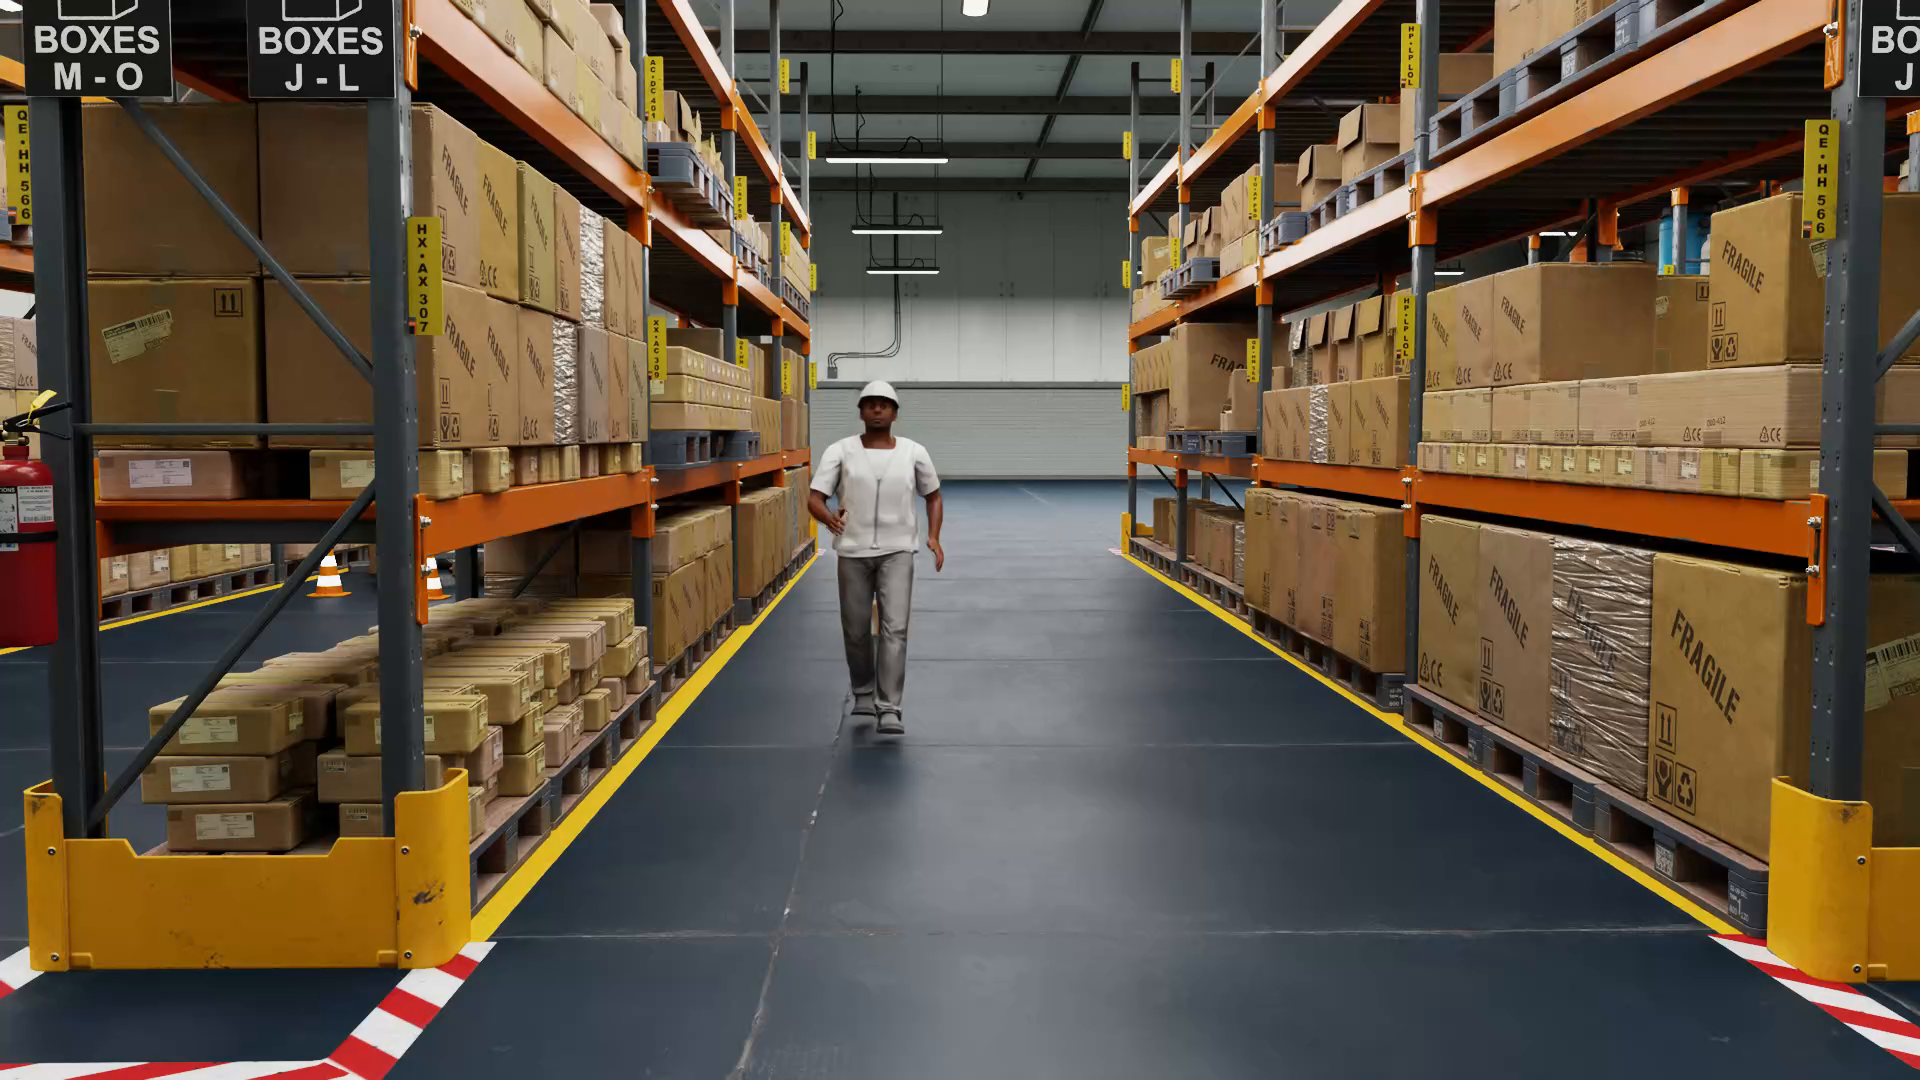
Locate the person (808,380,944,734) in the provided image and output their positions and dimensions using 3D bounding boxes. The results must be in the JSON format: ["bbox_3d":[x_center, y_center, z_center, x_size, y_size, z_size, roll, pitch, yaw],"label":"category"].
[{"bbox_3d":[-0.418,0.074,8.246,0.678,1.740,0.886,0,4,-2],"label":"person"}]
